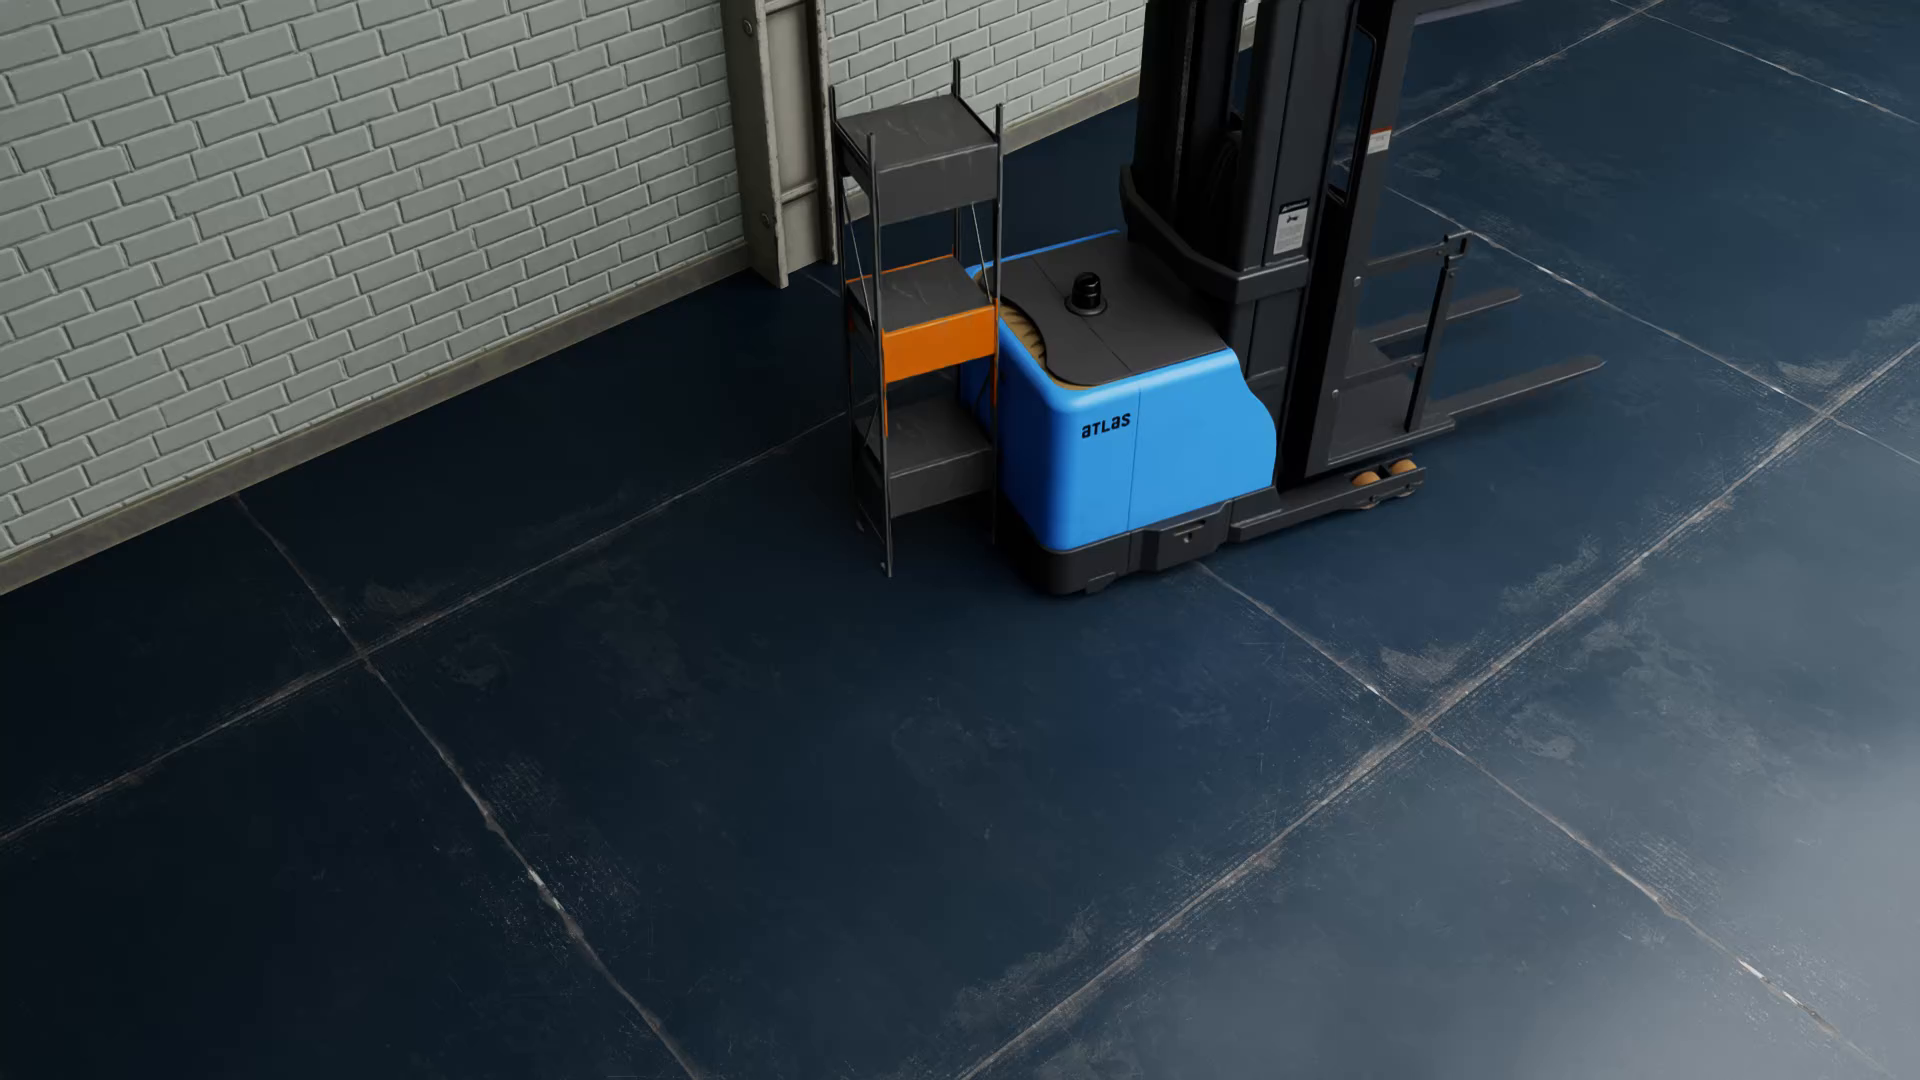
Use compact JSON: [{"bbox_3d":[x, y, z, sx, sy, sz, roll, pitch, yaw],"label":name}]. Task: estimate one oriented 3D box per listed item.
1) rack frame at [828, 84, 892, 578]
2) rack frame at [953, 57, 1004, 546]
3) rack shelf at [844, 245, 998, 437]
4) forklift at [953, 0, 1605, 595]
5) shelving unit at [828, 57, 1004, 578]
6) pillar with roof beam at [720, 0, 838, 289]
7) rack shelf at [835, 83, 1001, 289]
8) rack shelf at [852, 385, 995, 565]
[{"bbox_3d":[-0.380,-0.729,6.492,0.015,2.100,0.400,-17,46,-18],"label":"rack frame"},{"bbox_3d":[0.064,-0.867,6.639,0.015,2.100,0.400,-17,46,-18],"label":"rack frame"},{"bbox_3d":[-0.158,-0.788,6.575,0.480,0.518,0.431,-17,46,-18],"label":"rack shelf"},{"bbox_3d":[1.519,-1.520,6.727,3.031,2.935,1.130,-17,46,-18],"label":"forklift"},{"bbox_3d":[-0.158,-0.798,6.566,0.503,2.100,0.431,-17,46,-18],"label":"shelving unit"},{"bbox_3d":[1.881,-2.490,3.328,0.400,9.000,9.100,-30,51,-28],"label":"pillar with roof beam"},{"bbox_3d":[-0.158,-1.298,6.096,0.480,0.518,0.431,-17,46,-18],"label":"rack shelf"},{"bbox_3d":[-0.158,-0.278,7.054,0.480,0.518,0.431,-17,46,-18],"label":"rack shelf"}]
